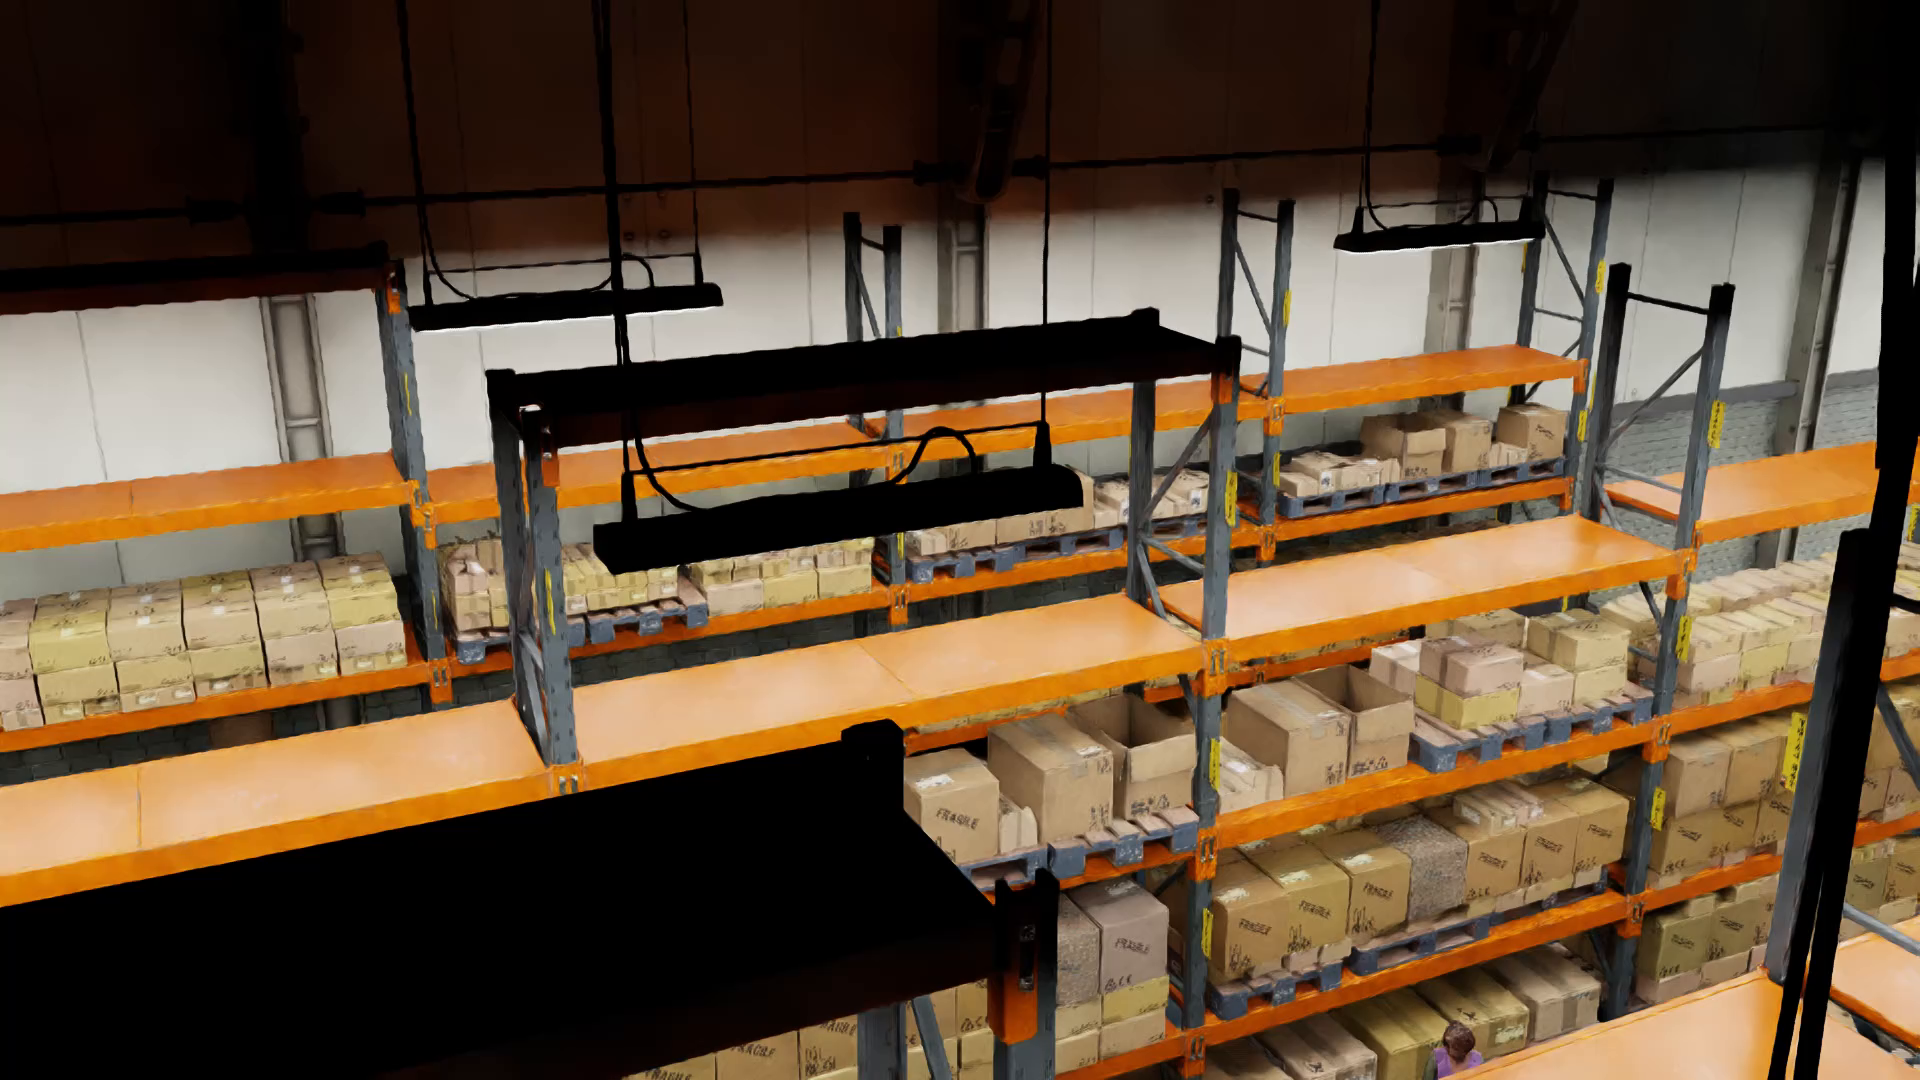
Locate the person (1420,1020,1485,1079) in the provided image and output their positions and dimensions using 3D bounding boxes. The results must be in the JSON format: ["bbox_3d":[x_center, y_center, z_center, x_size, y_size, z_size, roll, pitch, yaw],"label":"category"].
[{"bbox_3d":[3.204,3.857,10.920,0.535,1.588,0.532,0,19,0],"label":"person"}]
